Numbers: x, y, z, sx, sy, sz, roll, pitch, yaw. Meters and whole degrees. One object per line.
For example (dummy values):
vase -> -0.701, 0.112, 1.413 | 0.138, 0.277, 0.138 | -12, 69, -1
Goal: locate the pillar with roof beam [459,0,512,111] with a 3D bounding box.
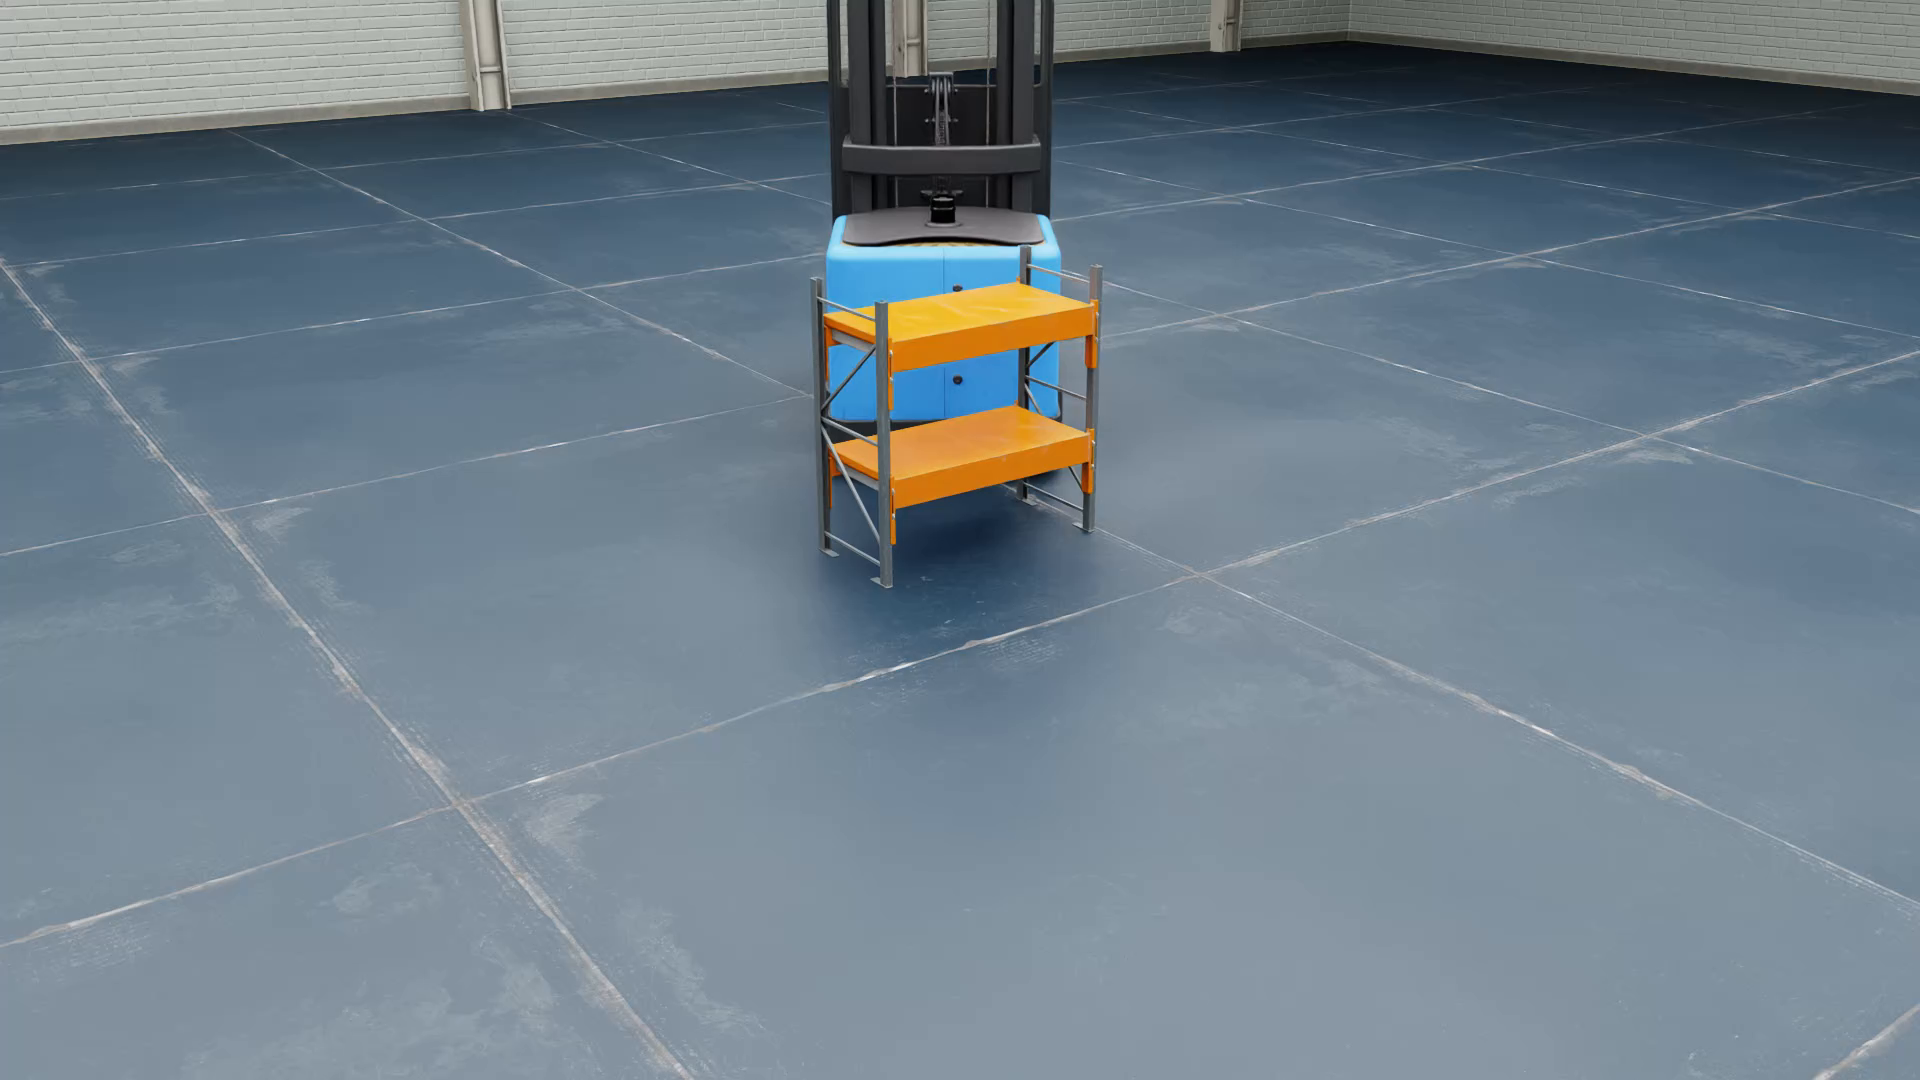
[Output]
pillar with roof beam -> -3.050, -8.005, 14.815 | 0.400, 9.000, 9.100 | -15, 26, -33

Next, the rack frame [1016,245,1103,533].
rack frame -> 0.407, -0.631, 6.960 | 0.032, 1.125, 0.500 | -15, 26, -33

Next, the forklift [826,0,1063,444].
forklift -> -0.099, -2.163, 8.361 | 1.130, 2.935, 3.031 | 0, 22, -1

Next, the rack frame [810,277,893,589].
rack frame -> -0.418, -0.411, 6.408 | 0.032, 1.125, 0.500 | -15, 26, -33

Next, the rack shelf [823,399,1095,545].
rack shelf -> -0.005, -0.294, 6.775 | 1.000, 0.278, 0.538 | -15, 26, -33

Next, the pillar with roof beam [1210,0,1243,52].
pillar with roof beam -> 6.691, -10.602, 21.324 | 0.400, 9.000, 9.100 | -15, 26, -33

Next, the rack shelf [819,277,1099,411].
rack shelf -> -0.005, -0.793, 6.576 | 1.000, 0.278, 0.538 | -15, 26, -33

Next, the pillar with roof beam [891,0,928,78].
pillar with roof beam -> 1.820, -9.304, 18.070 | 0.400, 9.000, 9.100 | -15, 26, -33

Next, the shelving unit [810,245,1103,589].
shelving unit -> -0.005, -0.521, 6.684 | 1.048, 1.125, 0.538 | -15, 26, -33
